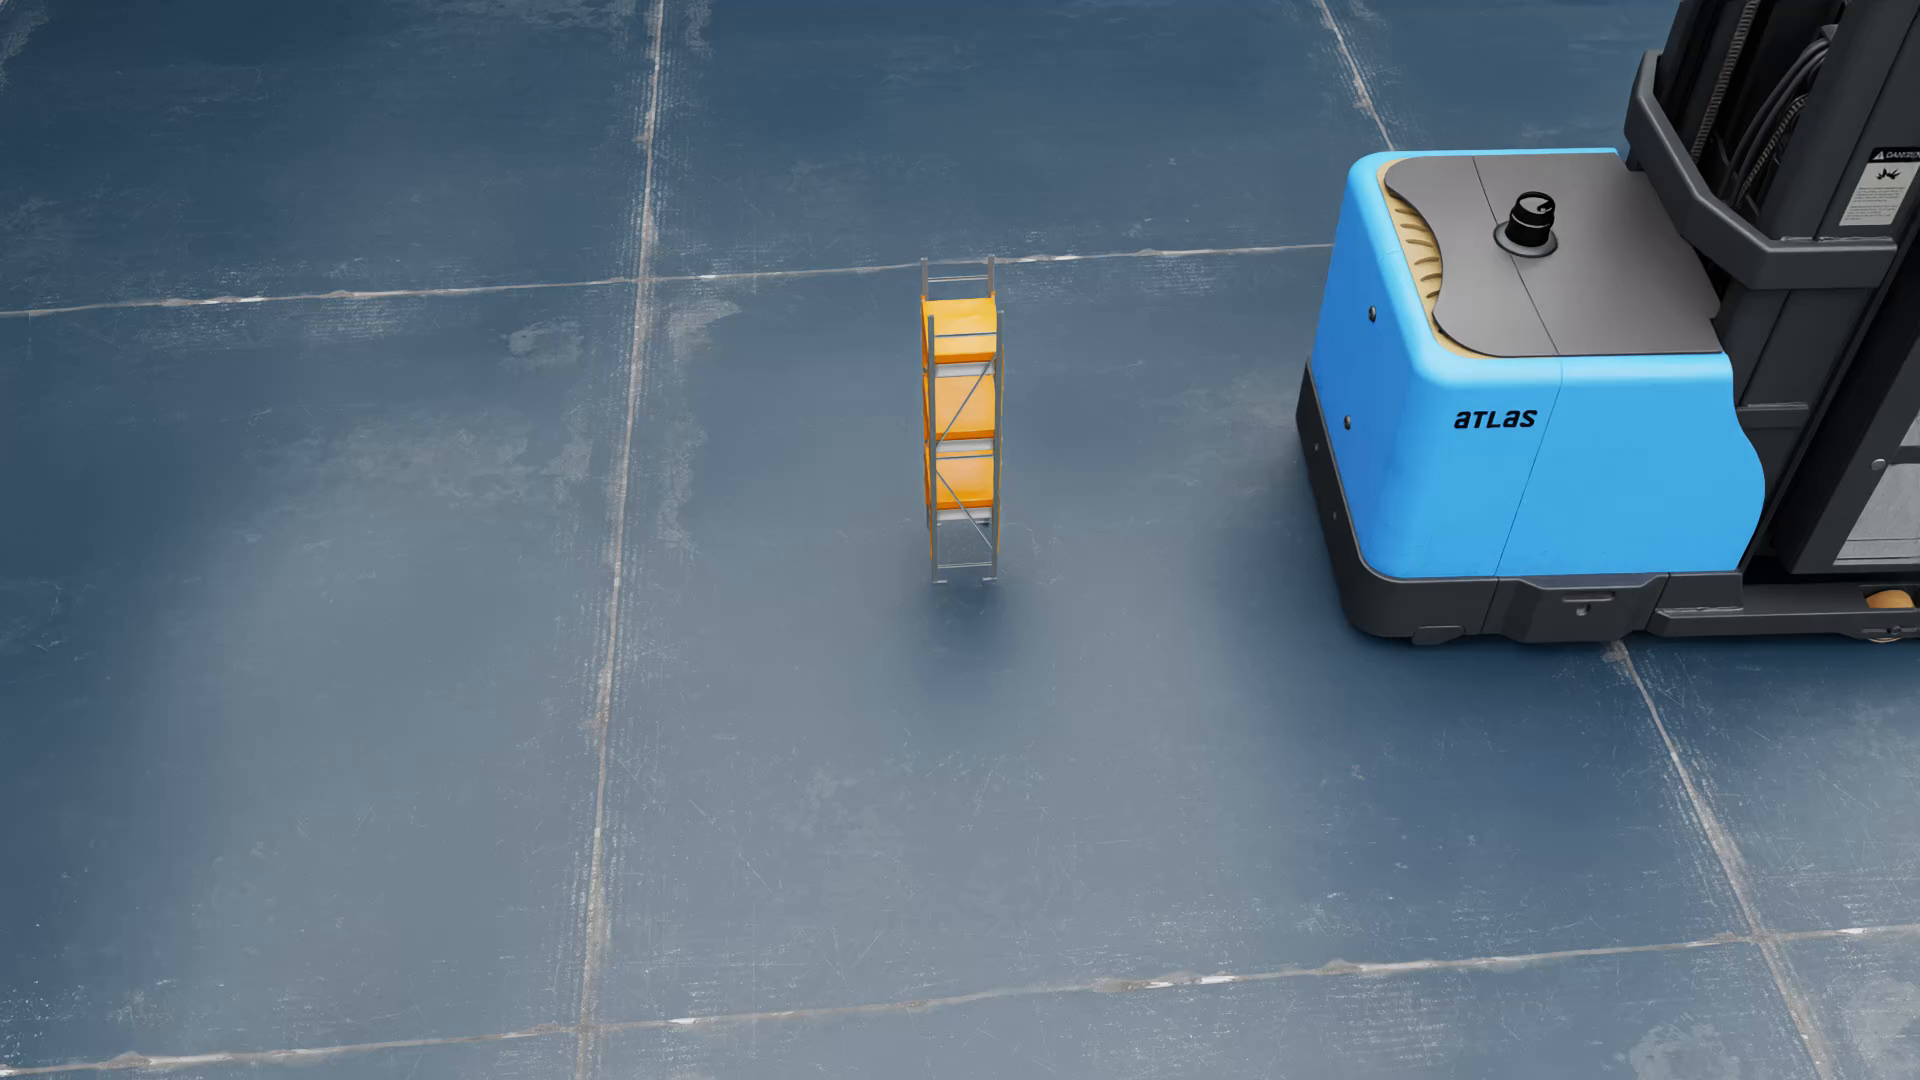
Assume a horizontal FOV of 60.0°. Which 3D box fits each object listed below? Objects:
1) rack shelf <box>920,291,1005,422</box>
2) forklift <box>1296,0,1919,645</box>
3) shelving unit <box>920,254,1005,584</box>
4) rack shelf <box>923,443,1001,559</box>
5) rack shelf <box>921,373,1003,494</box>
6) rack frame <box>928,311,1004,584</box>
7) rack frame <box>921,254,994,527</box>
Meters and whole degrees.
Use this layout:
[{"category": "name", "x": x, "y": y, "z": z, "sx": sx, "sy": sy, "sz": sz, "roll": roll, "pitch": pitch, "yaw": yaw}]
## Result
[{"category": "rack shelf", "x": 0.004, "y": -0.510, "z": 4.634, "sx": 0.215, "sy": 0.259, "sz": 0.240, "roll": -3, "pitch": 47, "yaw": -3}, {"category": "forklift", "x": 2.645, "y": -1.089, "z": 4.263, "sx": 3.031, "sy": 2.935, "sz": 1.130, "roll": -1, "pitch": 47, "yaw": -1}, {"category": "shelving unit", "x": 0.004, "y": -0.322, "z": 4.832, "sx": 0.215, "sy": 1.050, "sz": 0.252, "roll": -3, "pitch": 47, "yaw": -3}, {"category": "rack shelf", "x": 0.004, "y": -0.124, "z": 5.042, "sx": 0.215, "sy": 0.259, "sz": 0.240, "roll": -3, "pitch": 47, "yaw": -3}, {"category": "rack shelf", "x": 0.004, "y": -0.315, "z": 4.840, "sx": 0.215, "sy": 0.259, "sz": 0.240, "roll": -3, "pitch": 47, "yaw": -3}, {"category": "rack frame", "x": 0.015, "y": -0.234, "z": 4.749, "sx": 0.200, "sy": 1.050, "sz": 0.008, "roll": -3, "pitch": 47, "yaw": -3}, {"category": "rack frame", "x": -0.006, "y": -0.411, "z": 4.916, "sx": 0.200, "sy": 1.050, "sz": 0.008, "roll": -3, "pitch": 47, "yaw": -3}]
